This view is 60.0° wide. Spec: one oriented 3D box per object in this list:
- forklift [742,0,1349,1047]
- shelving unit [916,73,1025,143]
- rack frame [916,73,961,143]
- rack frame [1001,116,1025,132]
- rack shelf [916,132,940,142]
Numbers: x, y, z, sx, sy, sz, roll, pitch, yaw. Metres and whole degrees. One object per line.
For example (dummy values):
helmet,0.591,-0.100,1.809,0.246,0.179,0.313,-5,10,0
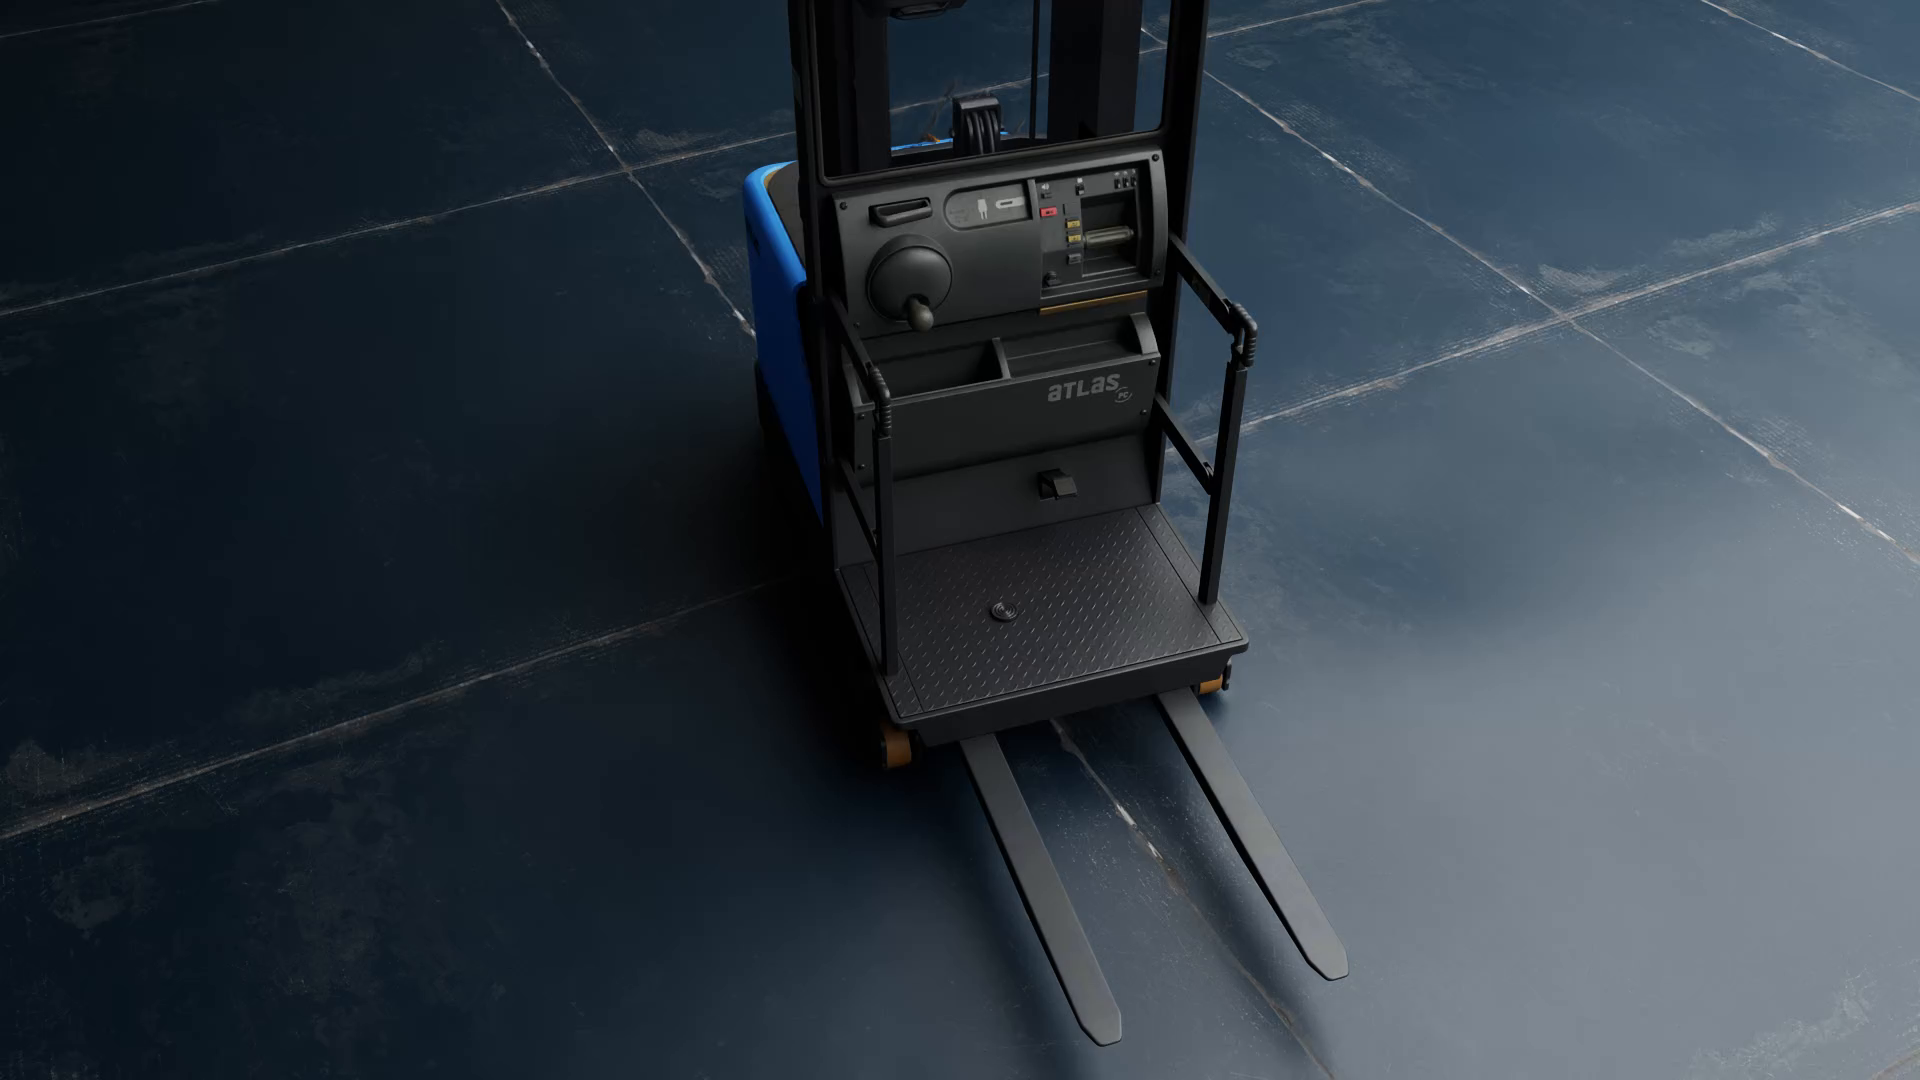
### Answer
forklift,0.190,-0.735,4.350,1.130,2.935,3.031,-12,42,-13
shelving unit,-0.201,-1.152,6.284,0.189,1.200,0.258,17,22,-45
rack frame,-0.263,-1.171,6.219,0.006,1.200,0.240,17,22,-45
rack frame,-0.139,-1.133,6.349,0.006,1.200,0.240,17,22,-45
rack shelf,-0.034,-1.406,6.199,0.180,0.103,0.258,17,22,-45
